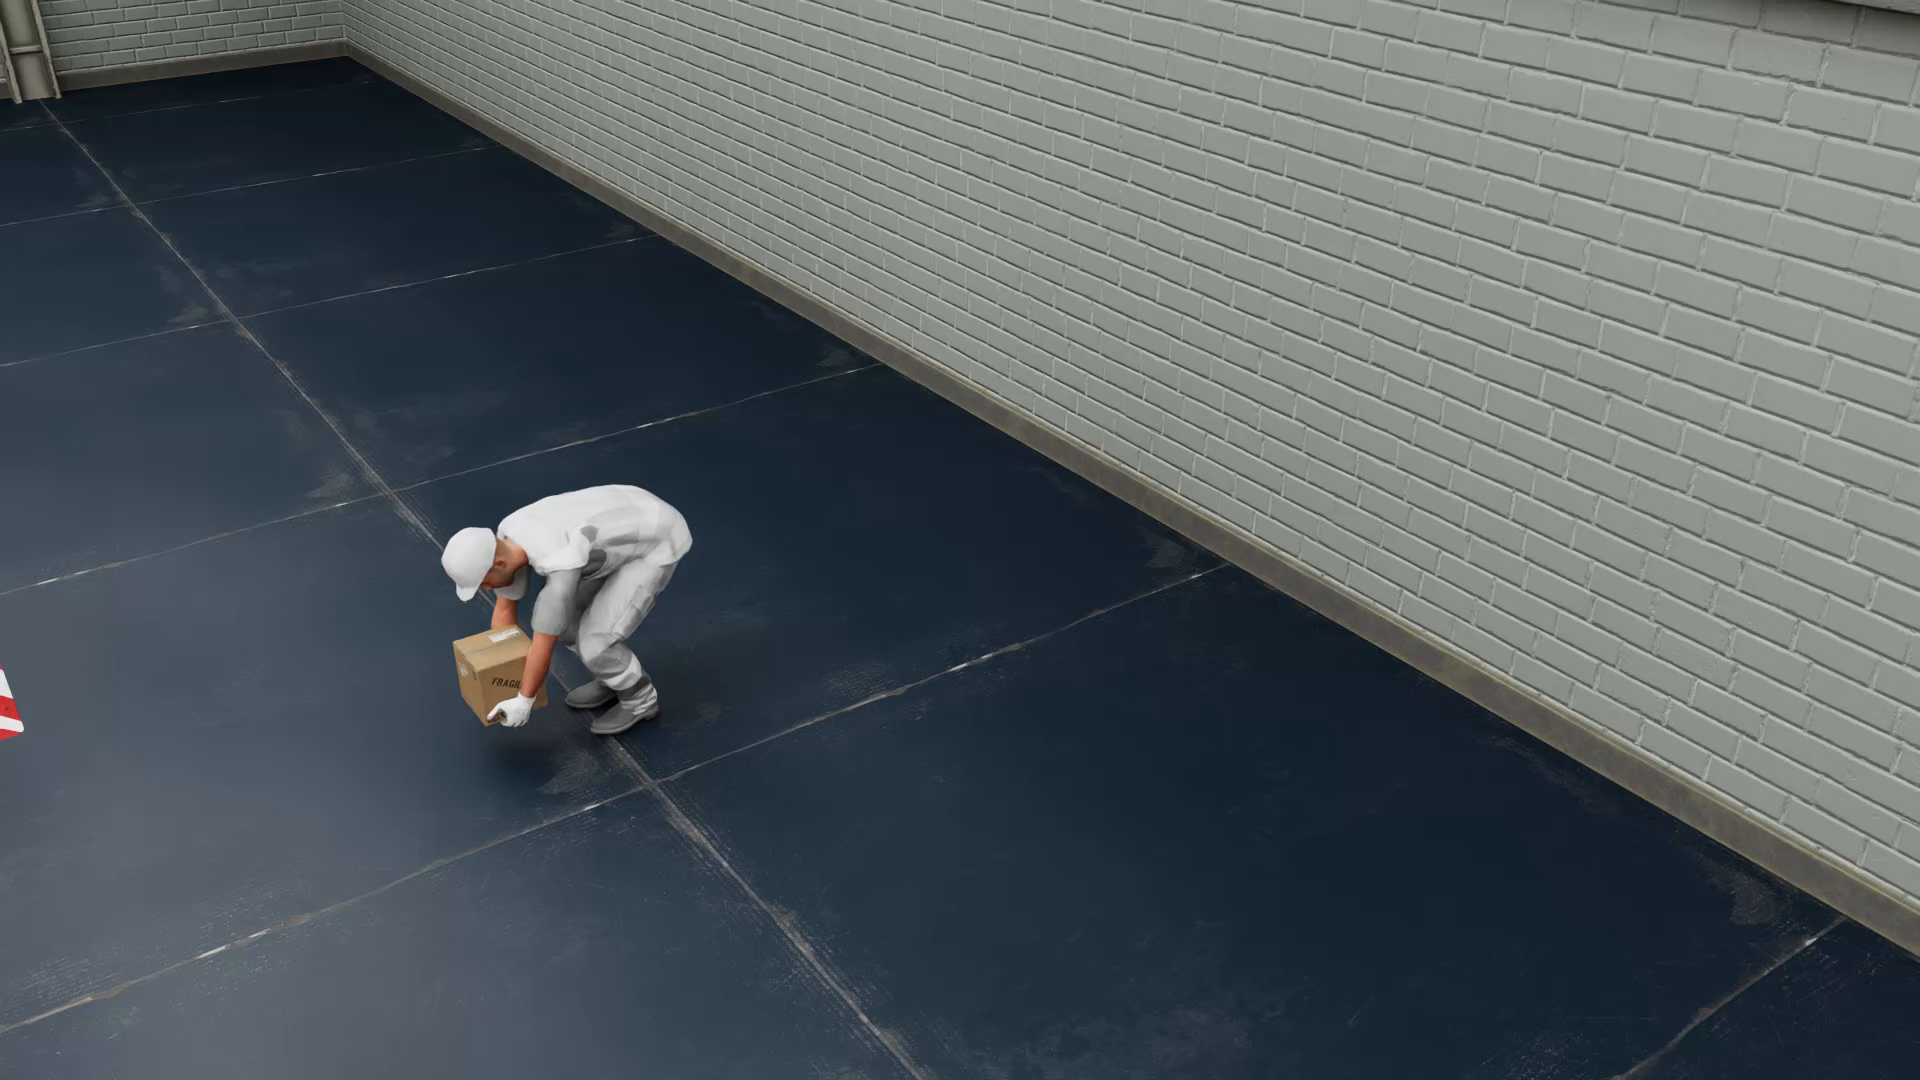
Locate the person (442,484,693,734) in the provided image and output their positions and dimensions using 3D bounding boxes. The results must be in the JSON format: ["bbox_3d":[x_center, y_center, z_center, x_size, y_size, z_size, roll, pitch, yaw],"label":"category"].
[{"bbox_3d":[-1.480,0.286,6.408,0.956,0.990,0.521,-20,34,-33],"label":"person"}]
